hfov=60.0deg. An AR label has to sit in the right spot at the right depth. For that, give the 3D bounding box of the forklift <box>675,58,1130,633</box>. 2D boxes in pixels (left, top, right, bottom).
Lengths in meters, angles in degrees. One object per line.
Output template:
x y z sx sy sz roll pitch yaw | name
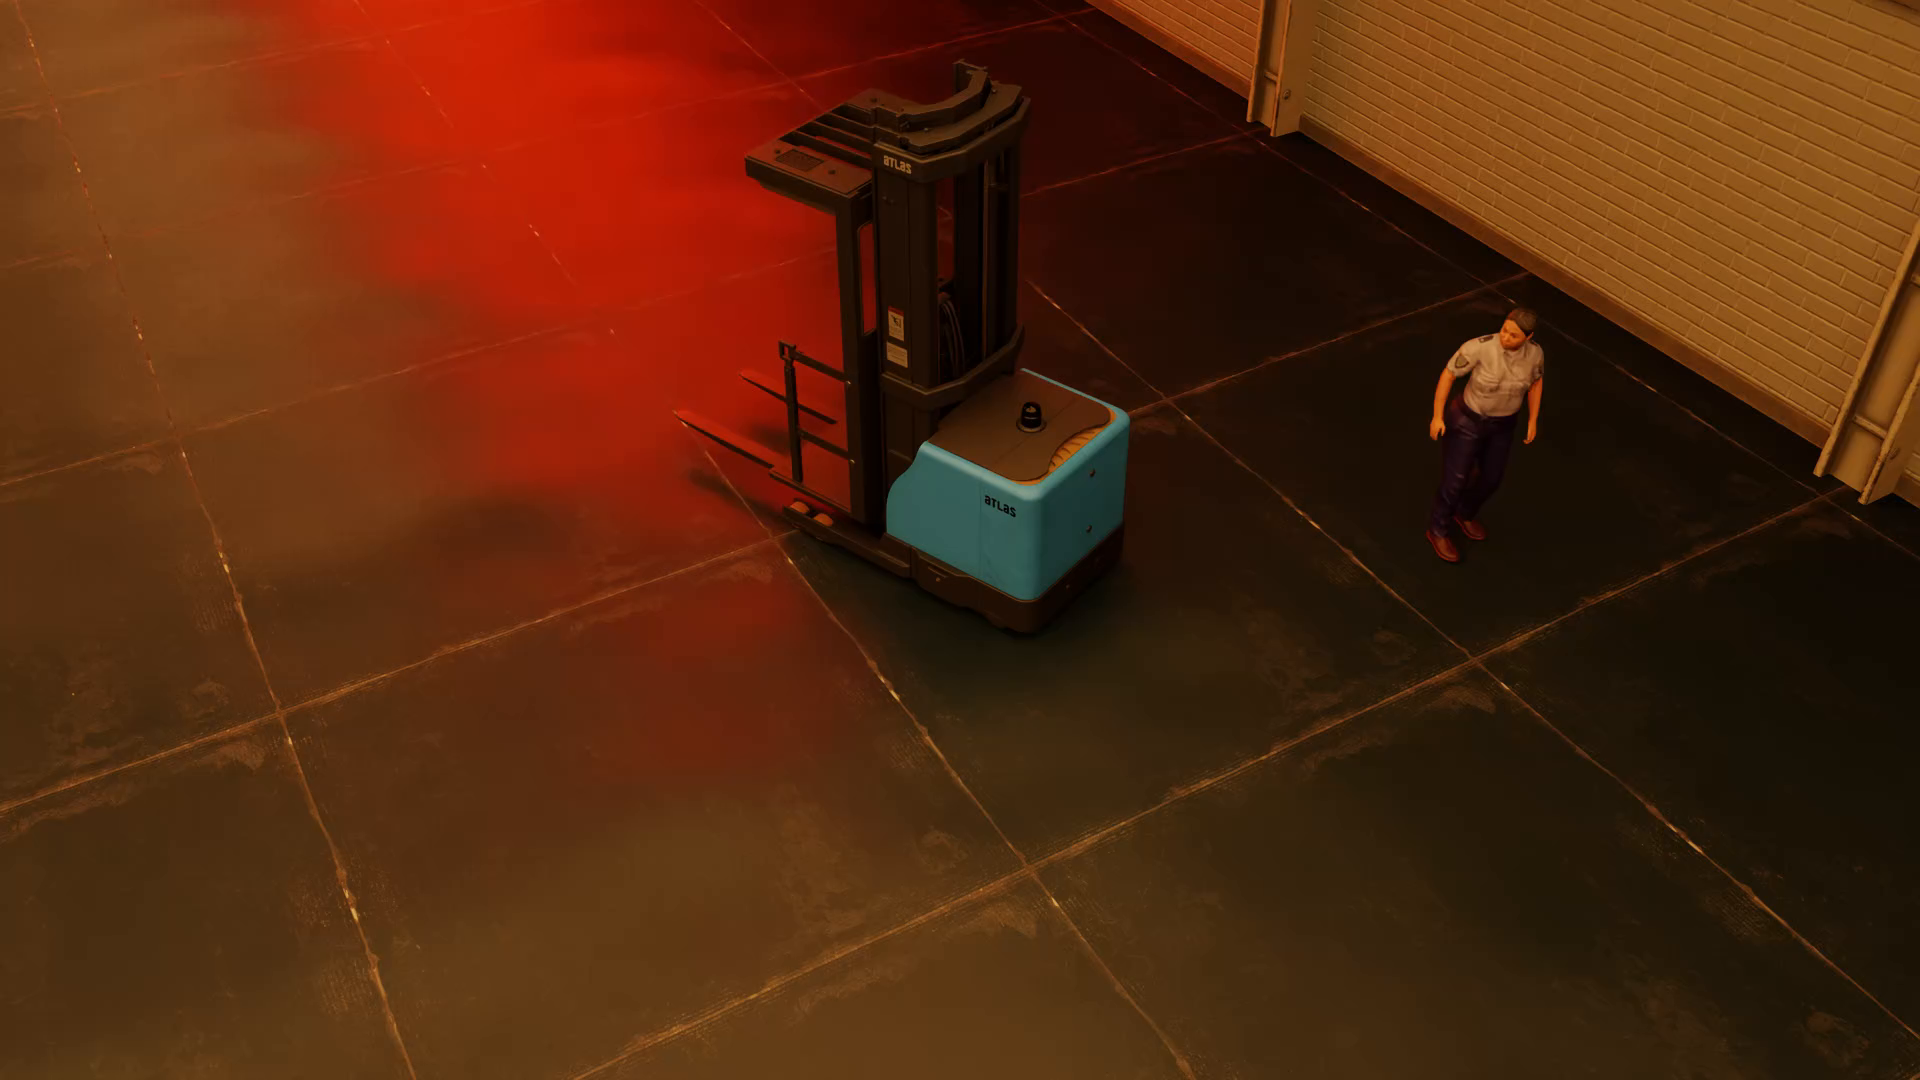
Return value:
-0.481 -1.366 9.683 3.031 2.935 1.130 26 46 28 | forklift

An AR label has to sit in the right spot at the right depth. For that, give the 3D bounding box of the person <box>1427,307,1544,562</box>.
3.121 -0.647 9.832 0.672 1.639 0.469 -7 40 -8 | person
